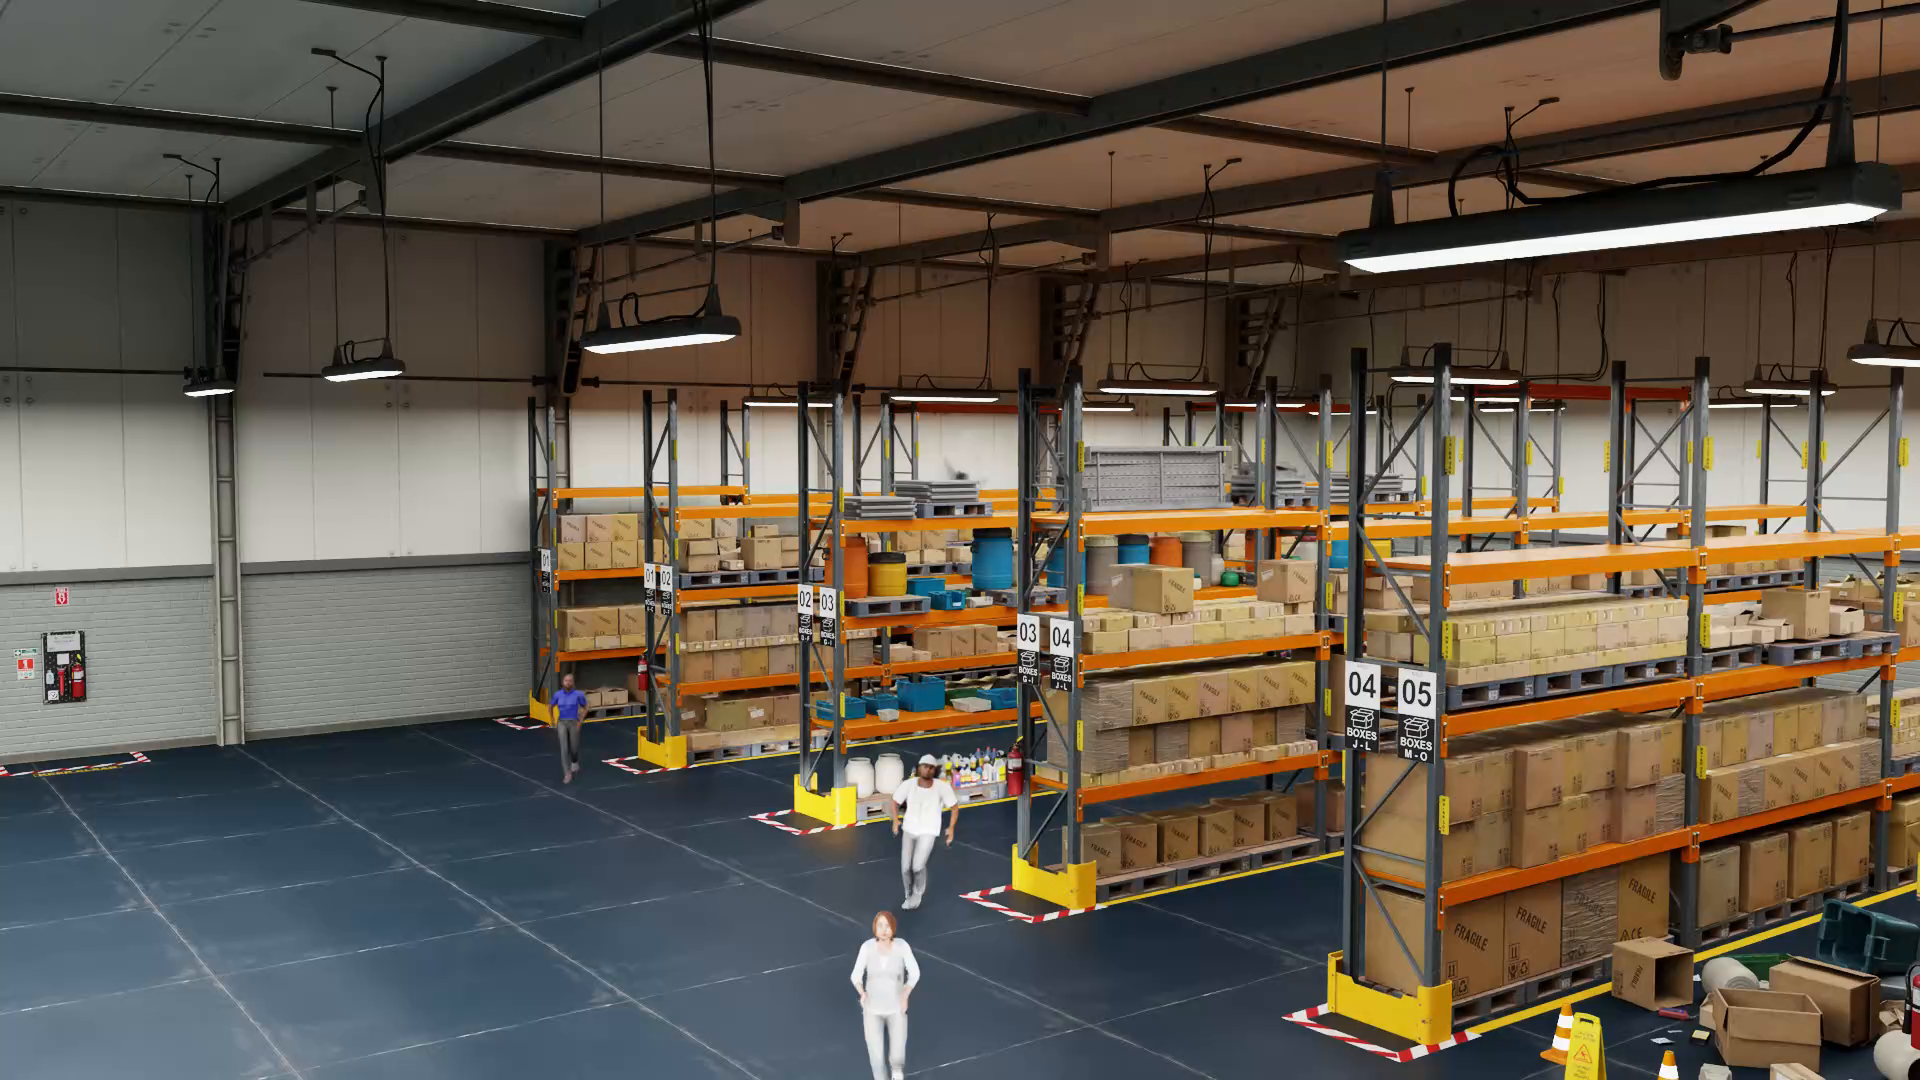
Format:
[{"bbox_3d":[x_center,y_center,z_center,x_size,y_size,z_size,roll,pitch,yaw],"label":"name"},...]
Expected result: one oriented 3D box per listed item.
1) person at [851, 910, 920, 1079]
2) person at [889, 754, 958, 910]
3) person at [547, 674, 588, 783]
[{"bbox_3d":[-0.582,3.634,12.837,0.532,1.537,0.560,0,3,1],"label":"person"},{"bbox_3d":[-0.440,3.222,18.300,0.744,1.711,0.577,1,4,16],"label":"person"},{"bbox_3d":[-6.000,2.866,25.456,0.610,1.647,0.603,-1,3,-11],"label":"person"}]
